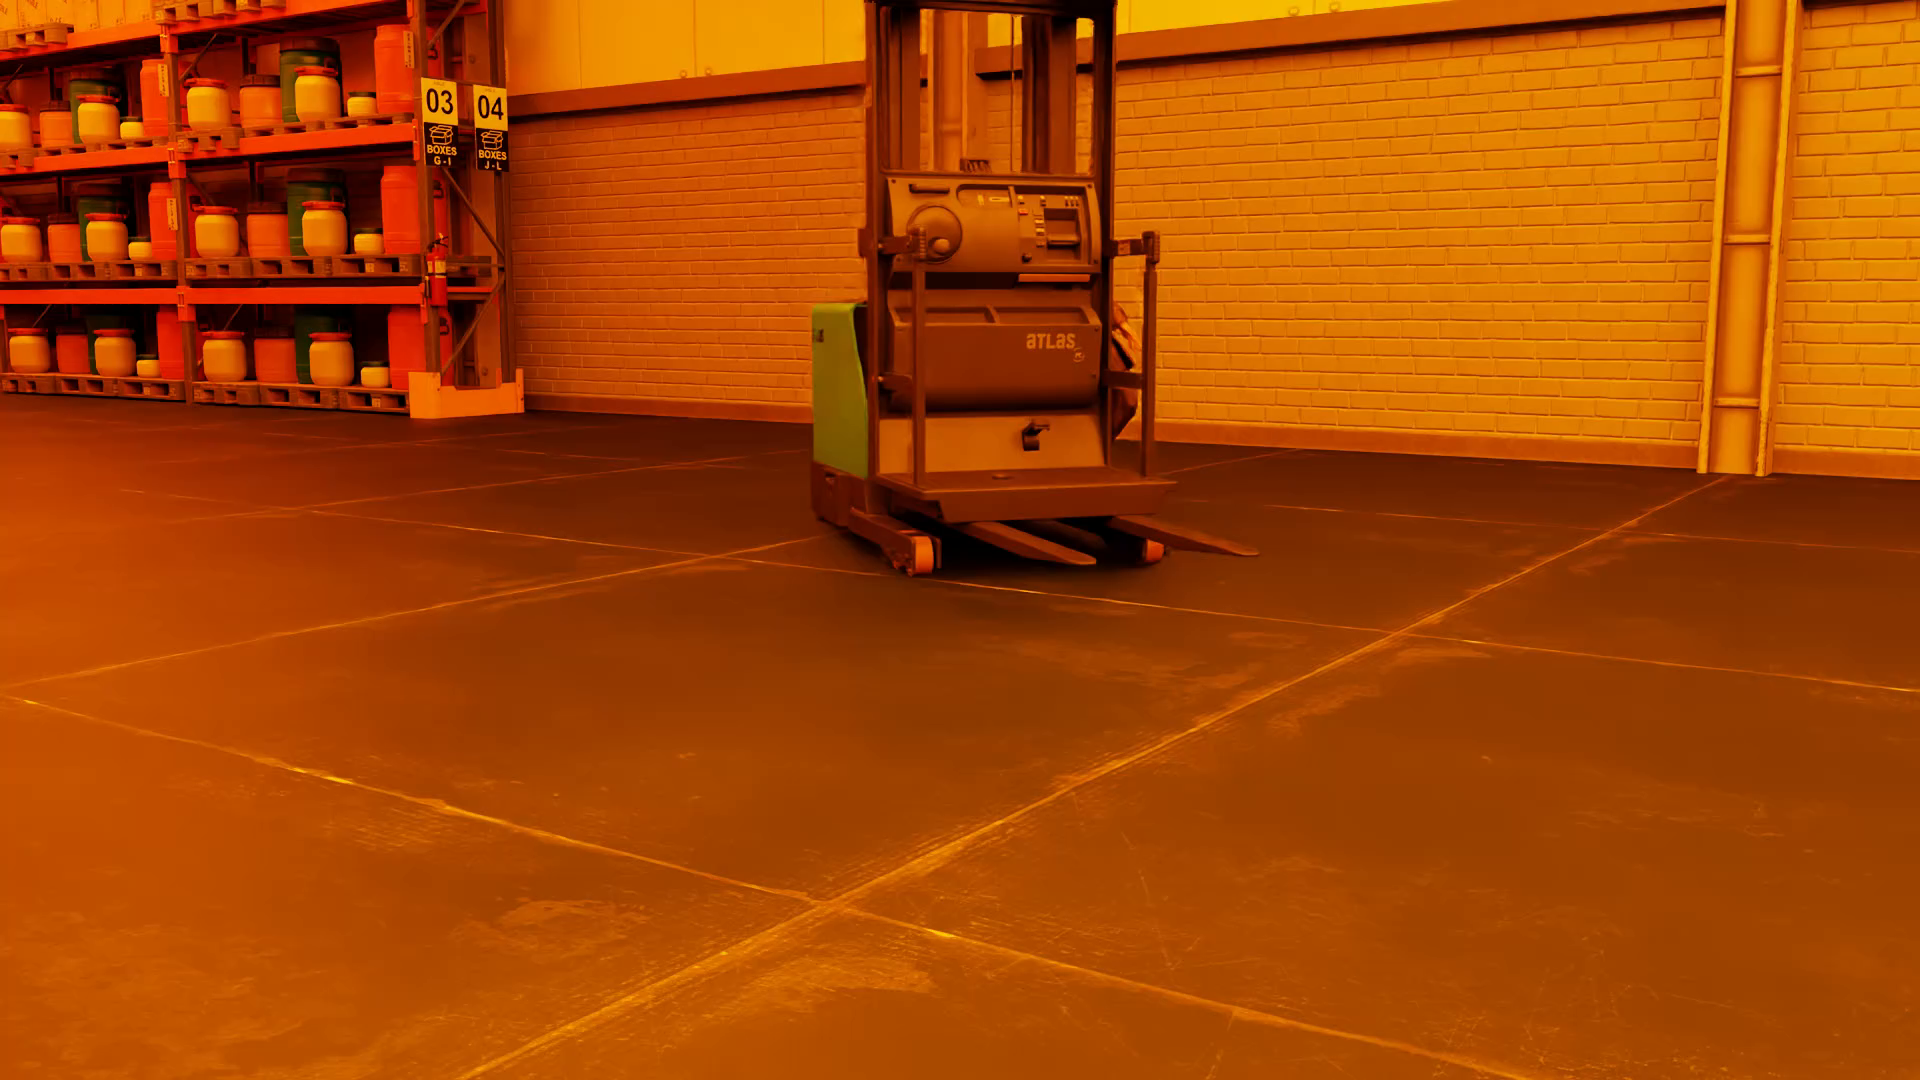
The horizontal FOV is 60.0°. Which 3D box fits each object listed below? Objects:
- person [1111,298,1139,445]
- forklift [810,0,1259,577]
[{"bbox_3d":[0.693,-1.084,9.006,0.596,1.690,0.806,6,10,38],"label":"person"},{"bbox_3d":[0.220,-1.369,6.817,1.130,2.935,3.031,-3,9,-19],"label":"forklift"}]
